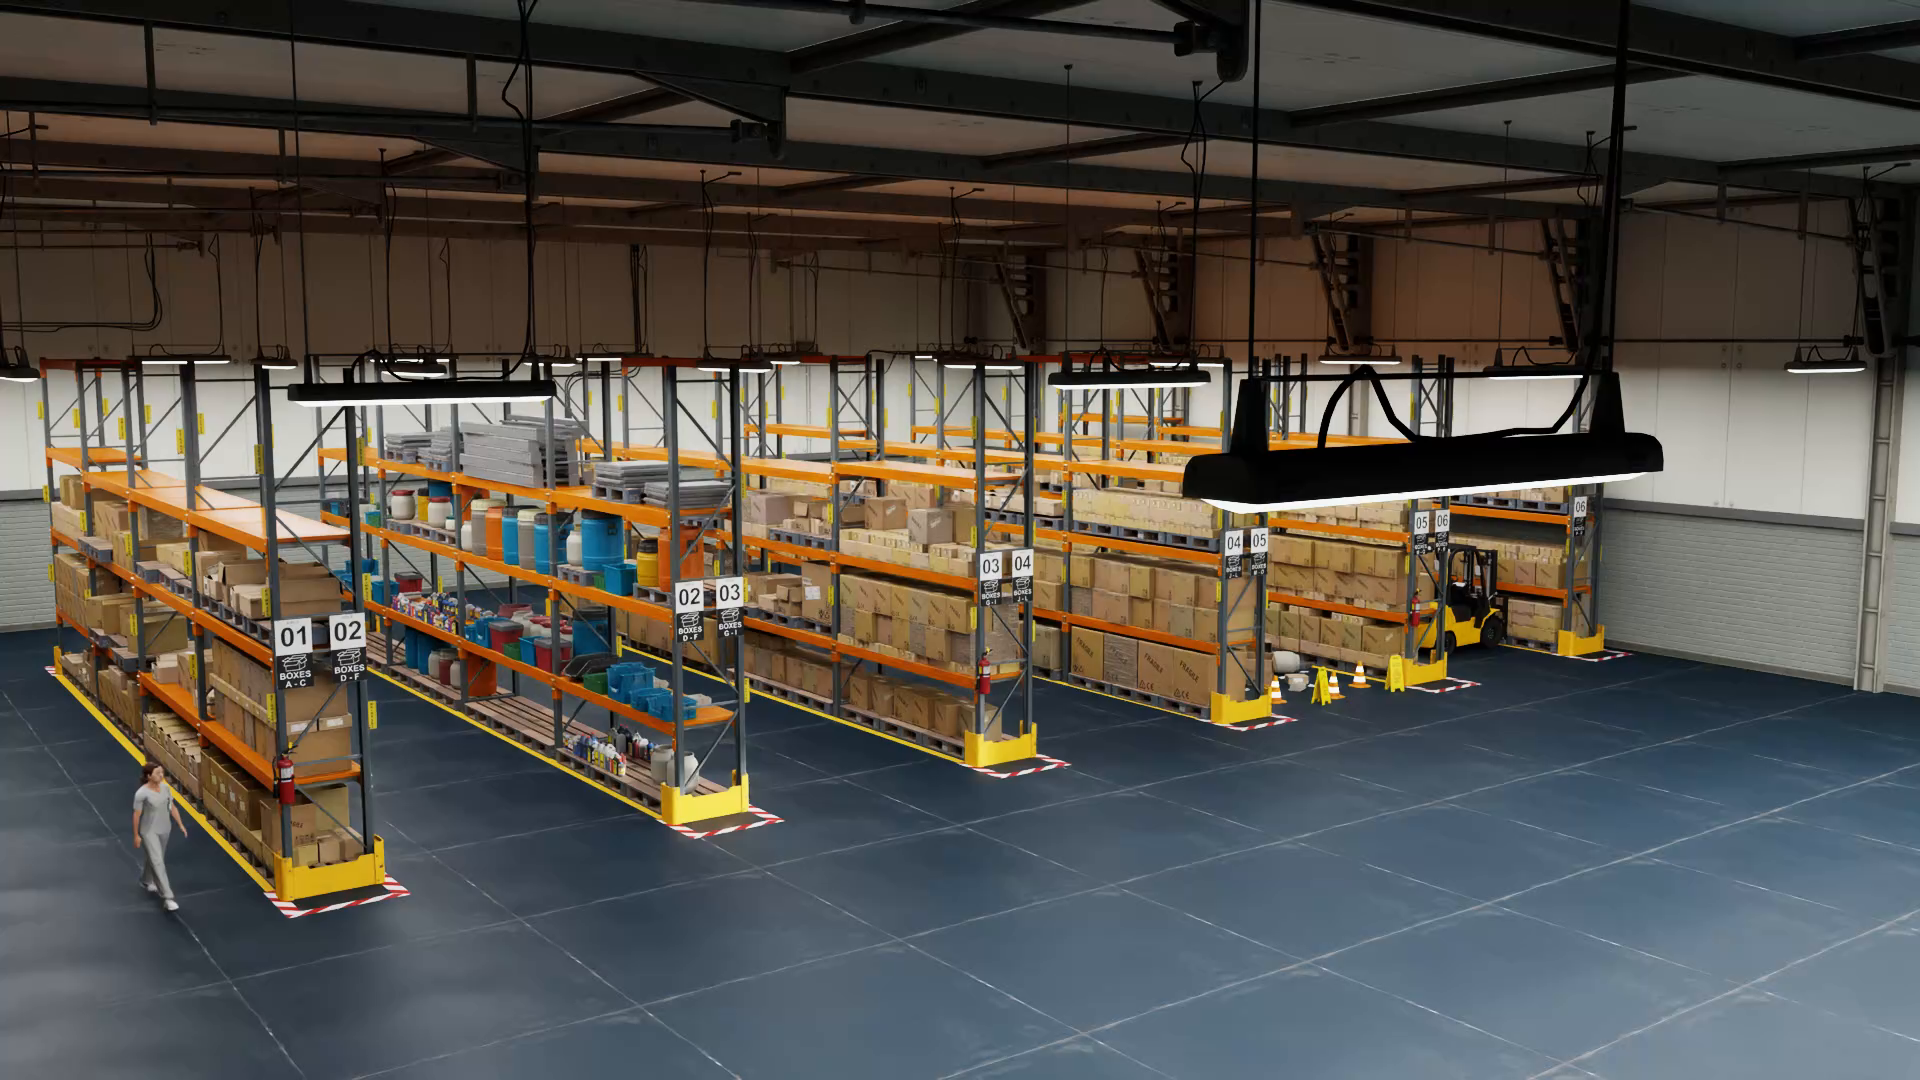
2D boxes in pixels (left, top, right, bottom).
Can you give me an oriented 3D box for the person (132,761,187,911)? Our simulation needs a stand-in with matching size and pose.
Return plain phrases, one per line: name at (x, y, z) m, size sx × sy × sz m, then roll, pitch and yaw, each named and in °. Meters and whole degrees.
person at (-9.018, 3.267, 18.689) m, size 1.097 × 1.596 × 0.520 m, roll 5°, pitch 9°, yaw 37°
